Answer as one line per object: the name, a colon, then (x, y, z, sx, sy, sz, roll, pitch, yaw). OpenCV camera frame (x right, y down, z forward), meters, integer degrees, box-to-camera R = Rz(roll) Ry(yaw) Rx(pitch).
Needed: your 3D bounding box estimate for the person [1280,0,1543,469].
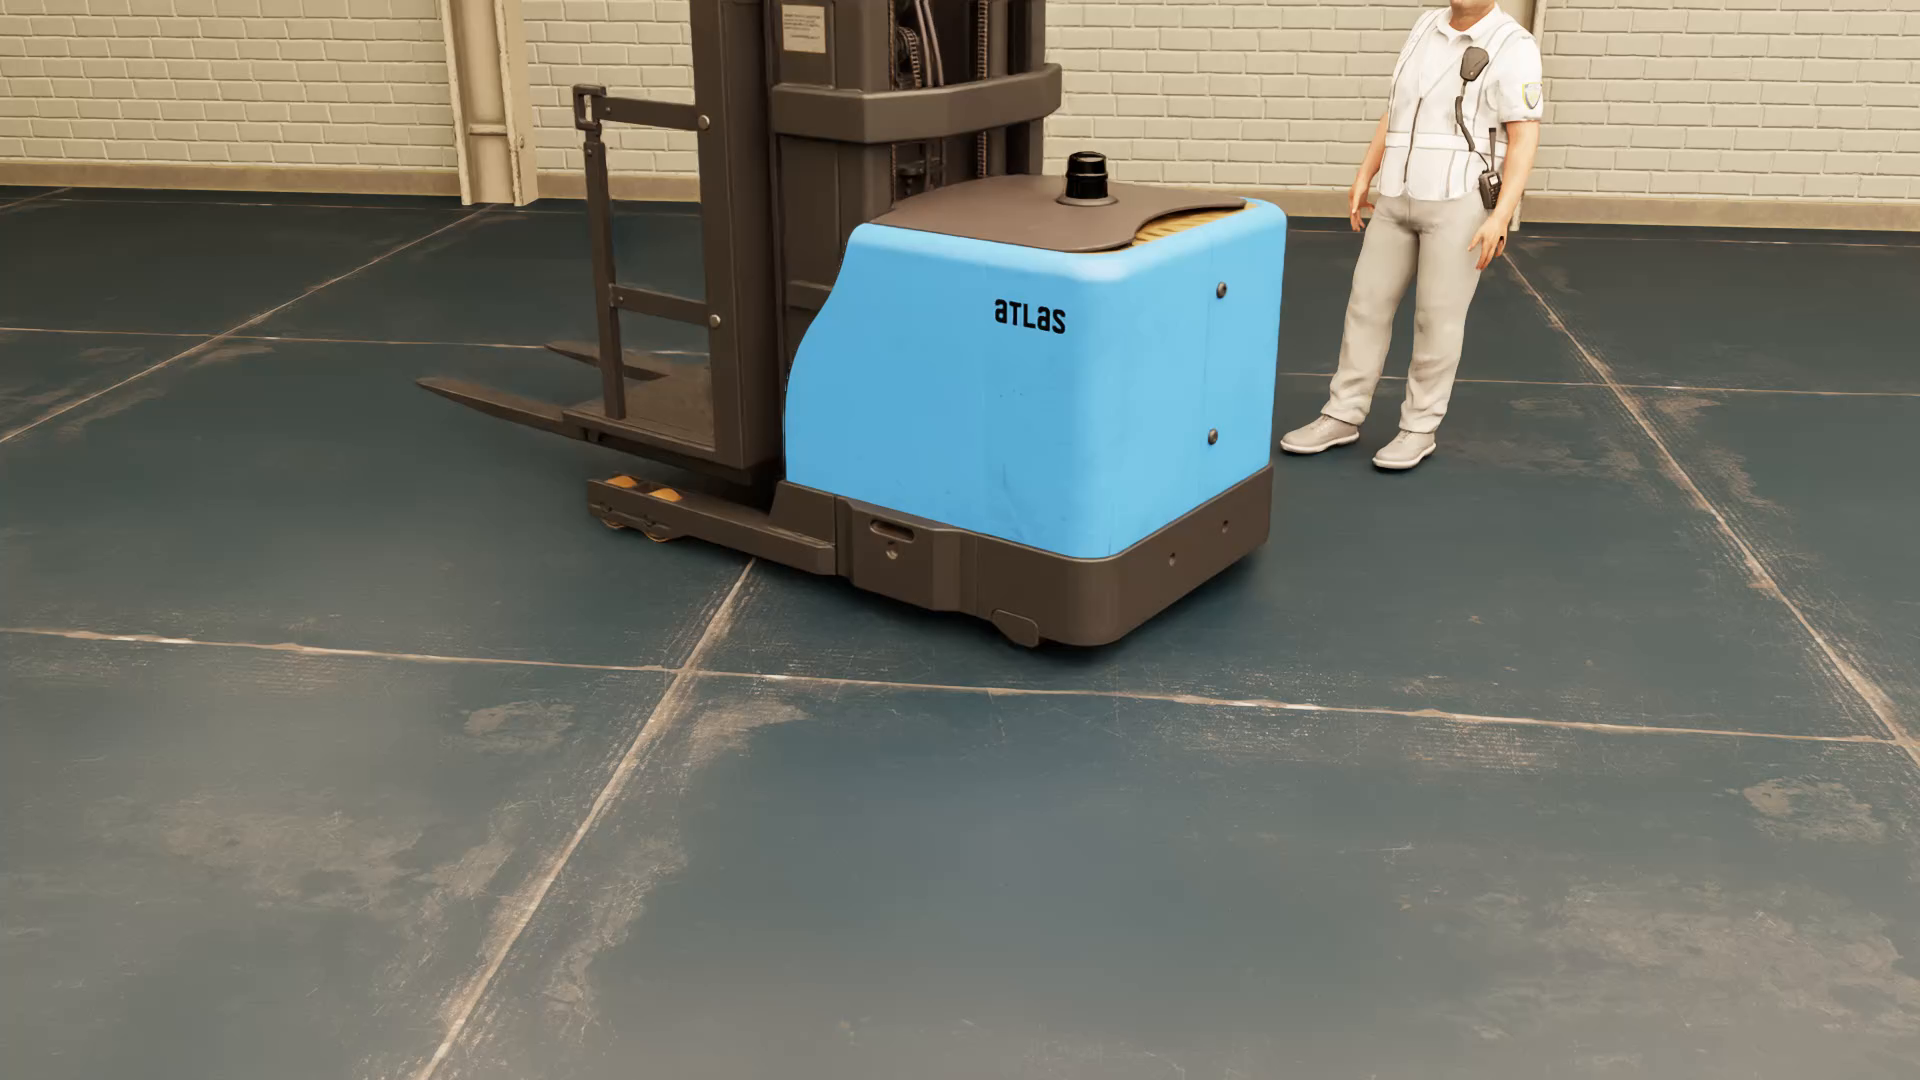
person: (1.540, -1.126, 5.569, 0.576, 1.781, 0.640, -17, 27, -35)

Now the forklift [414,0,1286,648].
forklift: (-0.559, -1.494, 4.964, 3.031, 2.935, 1.130, 15, 27, 33)
